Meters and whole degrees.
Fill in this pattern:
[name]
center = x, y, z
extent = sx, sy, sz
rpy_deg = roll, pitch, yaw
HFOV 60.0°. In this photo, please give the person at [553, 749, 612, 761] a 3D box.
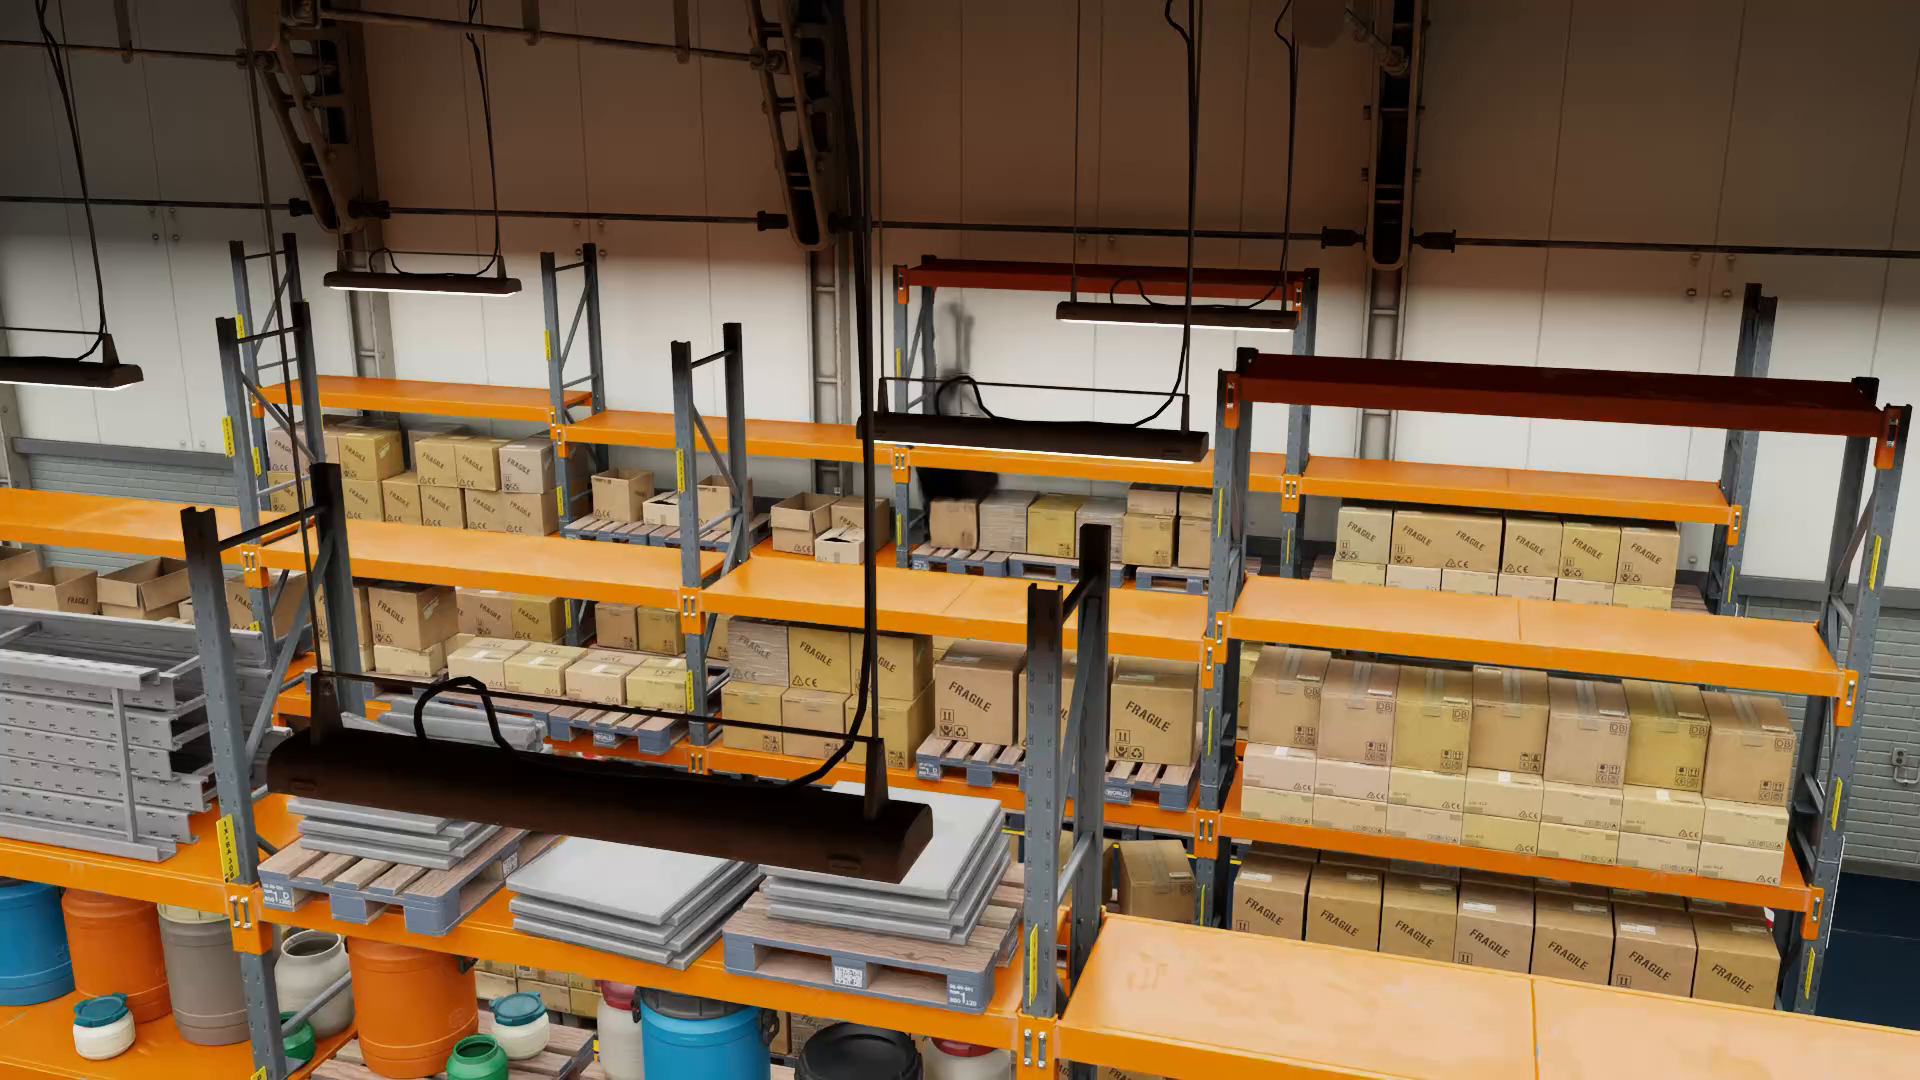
[person]
center = -3.902, 2.396, 17.263
extent = 0.887, 1.700, 0.642
rpy_deg = 2, 16, 6
